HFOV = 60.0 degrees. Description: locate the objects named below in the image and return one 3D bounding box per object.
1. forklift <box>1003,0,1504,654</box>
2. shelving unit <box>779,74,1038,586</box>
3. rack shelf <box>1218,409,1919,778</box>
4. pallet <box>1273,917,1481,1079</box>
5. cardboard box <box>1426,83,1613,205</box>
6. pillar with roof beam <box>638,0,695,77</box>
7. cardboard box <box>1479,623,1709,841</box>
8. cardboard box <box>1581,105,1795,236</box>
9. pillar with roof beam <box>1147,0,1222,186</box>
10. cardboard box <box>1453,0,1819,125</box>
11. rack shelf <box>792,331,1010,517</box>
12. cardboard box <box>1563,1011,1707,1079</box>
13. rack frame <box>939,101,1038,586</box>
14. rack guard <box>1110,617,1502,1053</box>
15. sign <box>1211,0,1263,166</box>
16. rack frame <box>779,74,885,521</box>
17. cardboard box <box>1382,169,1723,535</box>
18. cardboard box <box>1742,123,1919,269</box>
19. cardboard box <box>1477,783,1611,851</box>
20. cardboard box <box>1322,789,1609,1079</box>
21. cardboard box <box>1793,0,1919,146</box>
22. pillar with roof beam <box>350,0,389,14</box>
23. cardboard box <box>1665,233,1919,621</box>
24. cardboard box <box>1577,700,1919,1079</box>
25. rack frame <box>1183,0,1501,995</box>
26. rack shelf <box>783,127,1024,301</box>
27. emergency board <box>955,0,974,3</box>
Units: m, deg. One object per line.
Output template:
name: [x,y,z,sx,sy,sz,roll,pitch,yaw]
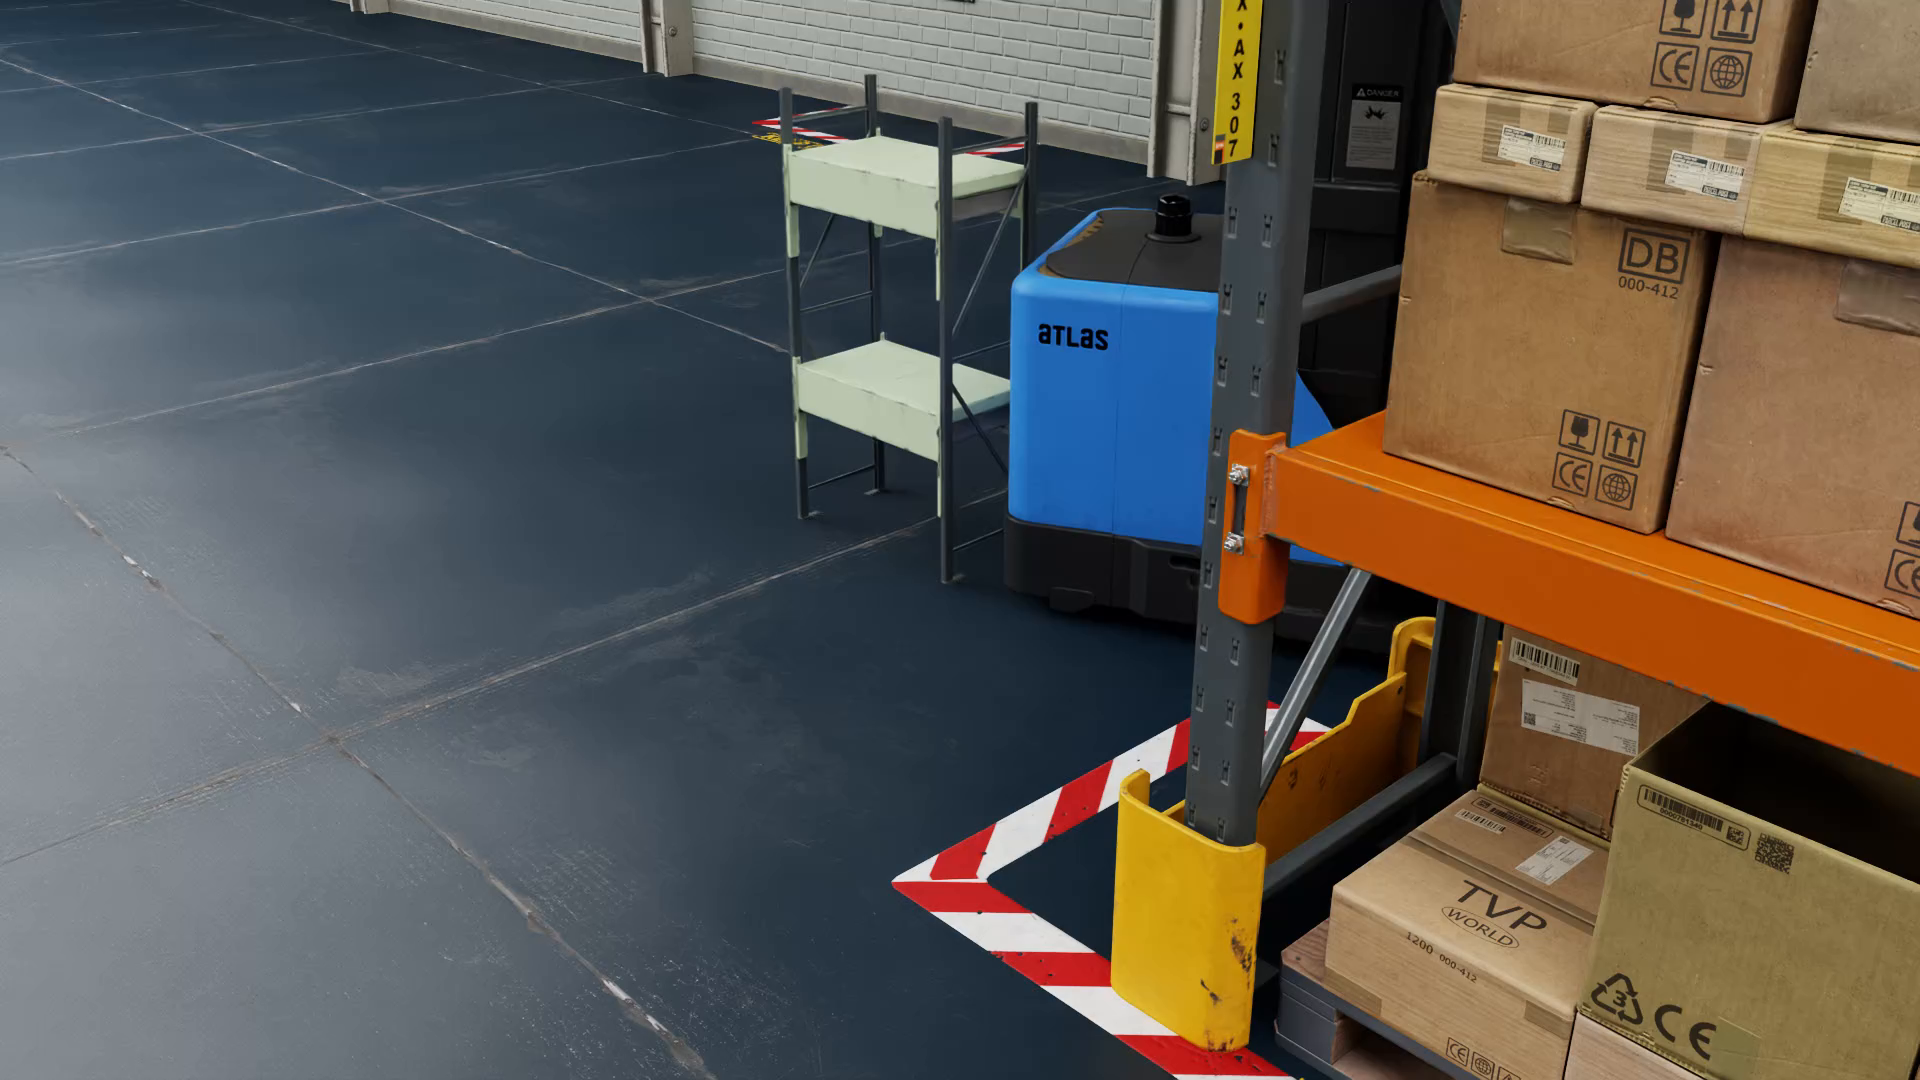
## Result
forklift: [1.711,-1.110,4.652,3.031,2.935,1.130,8,26,18]
shelving unit: [-0.170,-0.703,5.485,0.431,1.500,0.755,-22,33,-40]
rack shelf: [2.229,0.428,2.065,1.077,0.370,4.000,-21,32,-38]
pallet: [1.415,0.983,3.341,1.003,0.211,1.213,-21,32,-38]
cardboard box: [0.973,-0.666,2.694,0.380,0.149,0.250,-22,32,-39]
pillar with roof beam: [-5.759,-7.089,10.447,9.100,9.000,0.400,-21,32,-38]
cardboard box: [1.446,0.291,3.401,0.500,0.500,0.500,-21,32,-38]
cardboard box: [1.156,-0.587,2.520,0.380,0.149,0.250,-22,33,-40]
pillar with roof beam: [-1.658,-5.271,6.462,9.100,9.000,0.400,-21,32,-38]
cardboard box: [1.208,-0.980,2.601,0.700,0.500,0.500,-21,32,-38]
rack shelf: [-0.170,-0.407,5.620,0.431,0.370,0.720,-22,33,-40]
cardboard box: [1.411,0.931,2.903,0.500,0.250,0.500,-21,32,-38]
rack frame: [0.087,-0.595,5.248,0.400,1.500,0.023,-22,33,-40]
rack guard: [0.846,0.625,3.779,1.175,0.500,0.348,-21,32,-38]
sign: [0.453,-0.780,2.707,0.100,0.325,0.005,-21,32,-38]
rack frame: [-0.427,-0.811,5.722,0.400,1.500,0.023,-22,33,-40]
cardboard box: [1.172,-0.406,2.905,0.700,0.500,0.500,-21,32,-38]
cardboard box: [1.325,-0.511,2.354,0.380,0.149,0.250,-21,32,-38]
cardboard box: [1.444,0.633,3.555,0.500,0.250,0.500,-21,32,-38]
cardboard box: [1.066,0.780,3.233,0.500,0.250,0.500,-21,32,-38]
cardboard box: [1.572,-0.822,2.255,0.700,0.500,0.500,-22,33,-40]
pillar with roof beam: [-9.860,-8.907,14.432,9.100,9.000,0.400,-21,32,-38]
cardboard box: [1.534,-0.248,2.559,0.700,0.500,0.500,-20,31,-37]
cardboard box: [1.409,0.590,2.746,0.500,0.500,0.500,-21,32,-38]
rack frame: [0.862,-0.505,3.244,1.000,3.000,0.127,-21,32,-38]
rack shelf: [-0.170,-1.058,5.323,0.431,0.370,0.720,-22,33,-40]
emergency board: [-0.169,-4.530,12.066,0.157,1.169,0.626,-21,32,-38]
